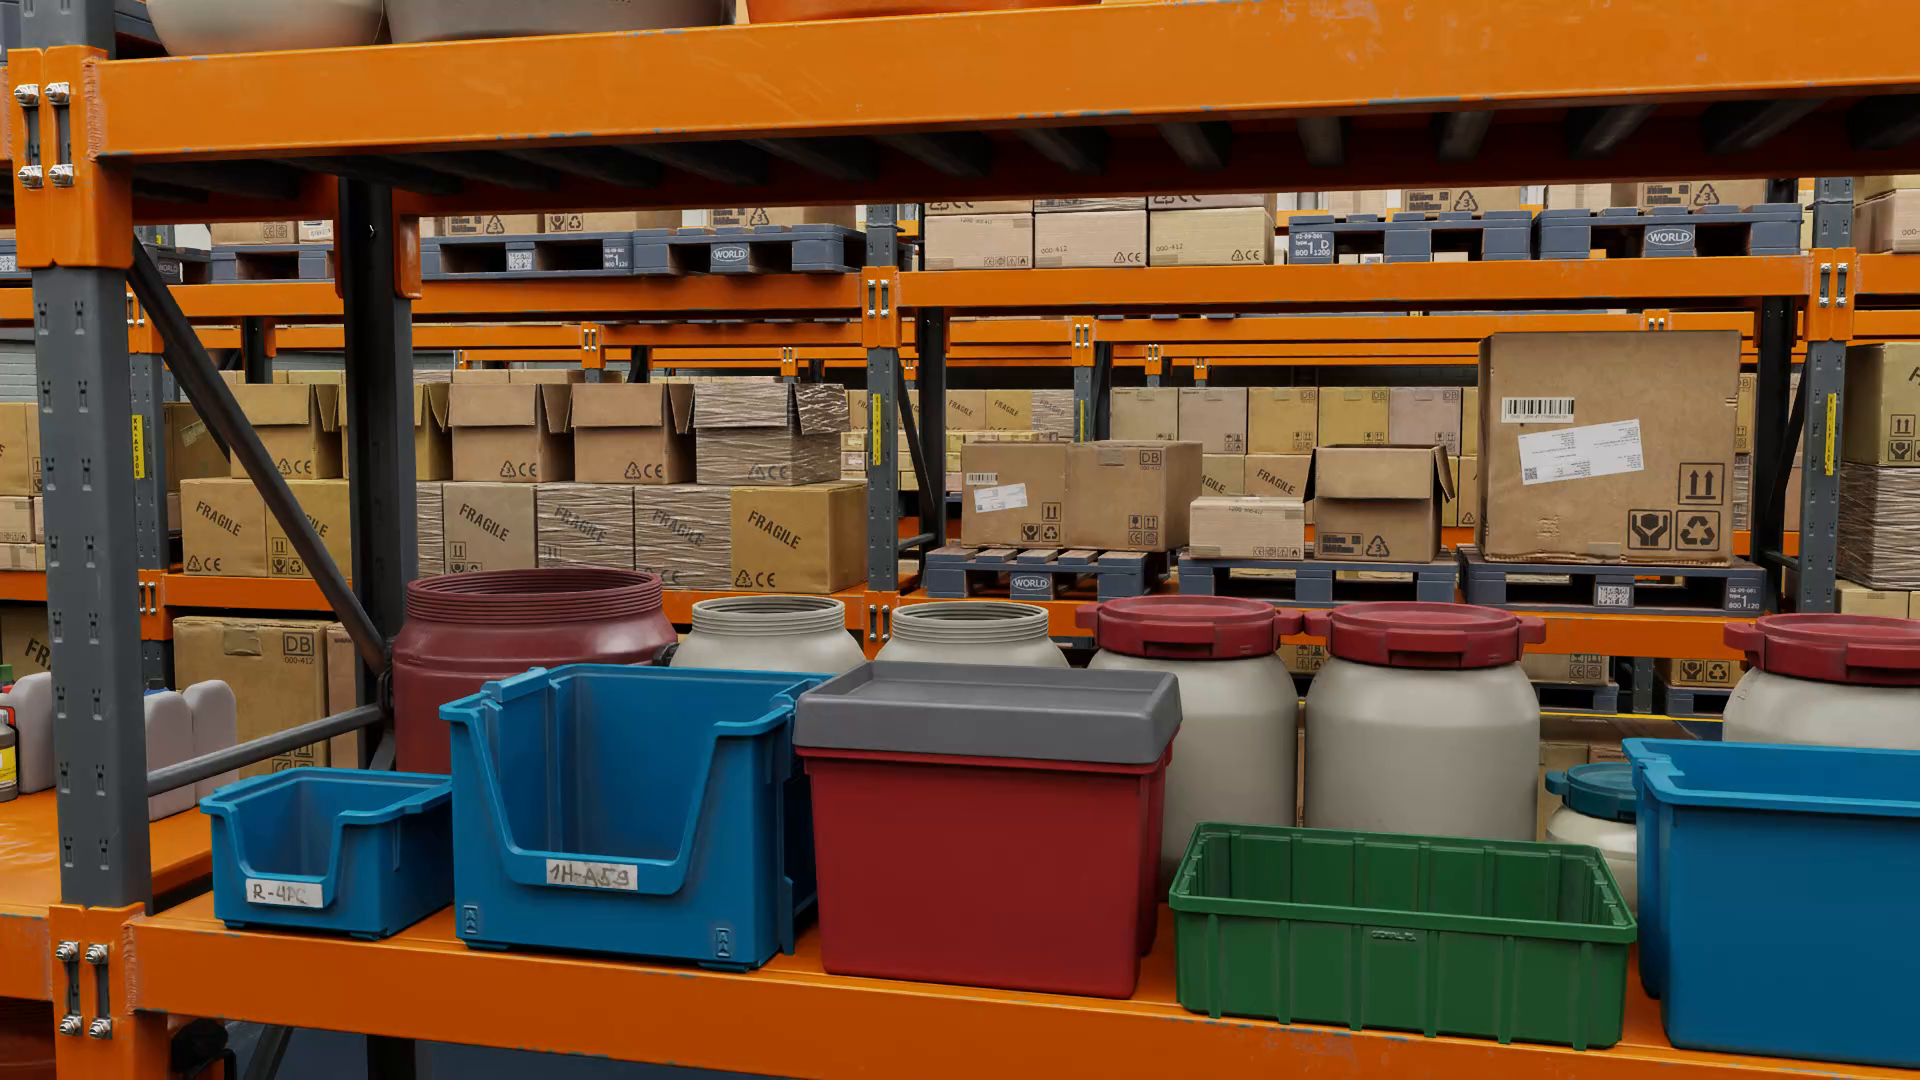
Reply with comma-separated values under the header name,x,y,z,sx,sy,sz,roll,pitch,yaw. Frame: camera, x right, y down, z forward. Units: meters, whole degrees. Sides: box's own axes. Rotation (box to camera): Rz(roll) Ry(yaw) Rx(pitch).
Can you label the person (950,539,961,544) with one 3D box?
name,x,y,z,sx,sy,sz,roll,pitch,yaw
person,0.145,-0.013,16.401,0.561,1.665,0.471,1,5,10
